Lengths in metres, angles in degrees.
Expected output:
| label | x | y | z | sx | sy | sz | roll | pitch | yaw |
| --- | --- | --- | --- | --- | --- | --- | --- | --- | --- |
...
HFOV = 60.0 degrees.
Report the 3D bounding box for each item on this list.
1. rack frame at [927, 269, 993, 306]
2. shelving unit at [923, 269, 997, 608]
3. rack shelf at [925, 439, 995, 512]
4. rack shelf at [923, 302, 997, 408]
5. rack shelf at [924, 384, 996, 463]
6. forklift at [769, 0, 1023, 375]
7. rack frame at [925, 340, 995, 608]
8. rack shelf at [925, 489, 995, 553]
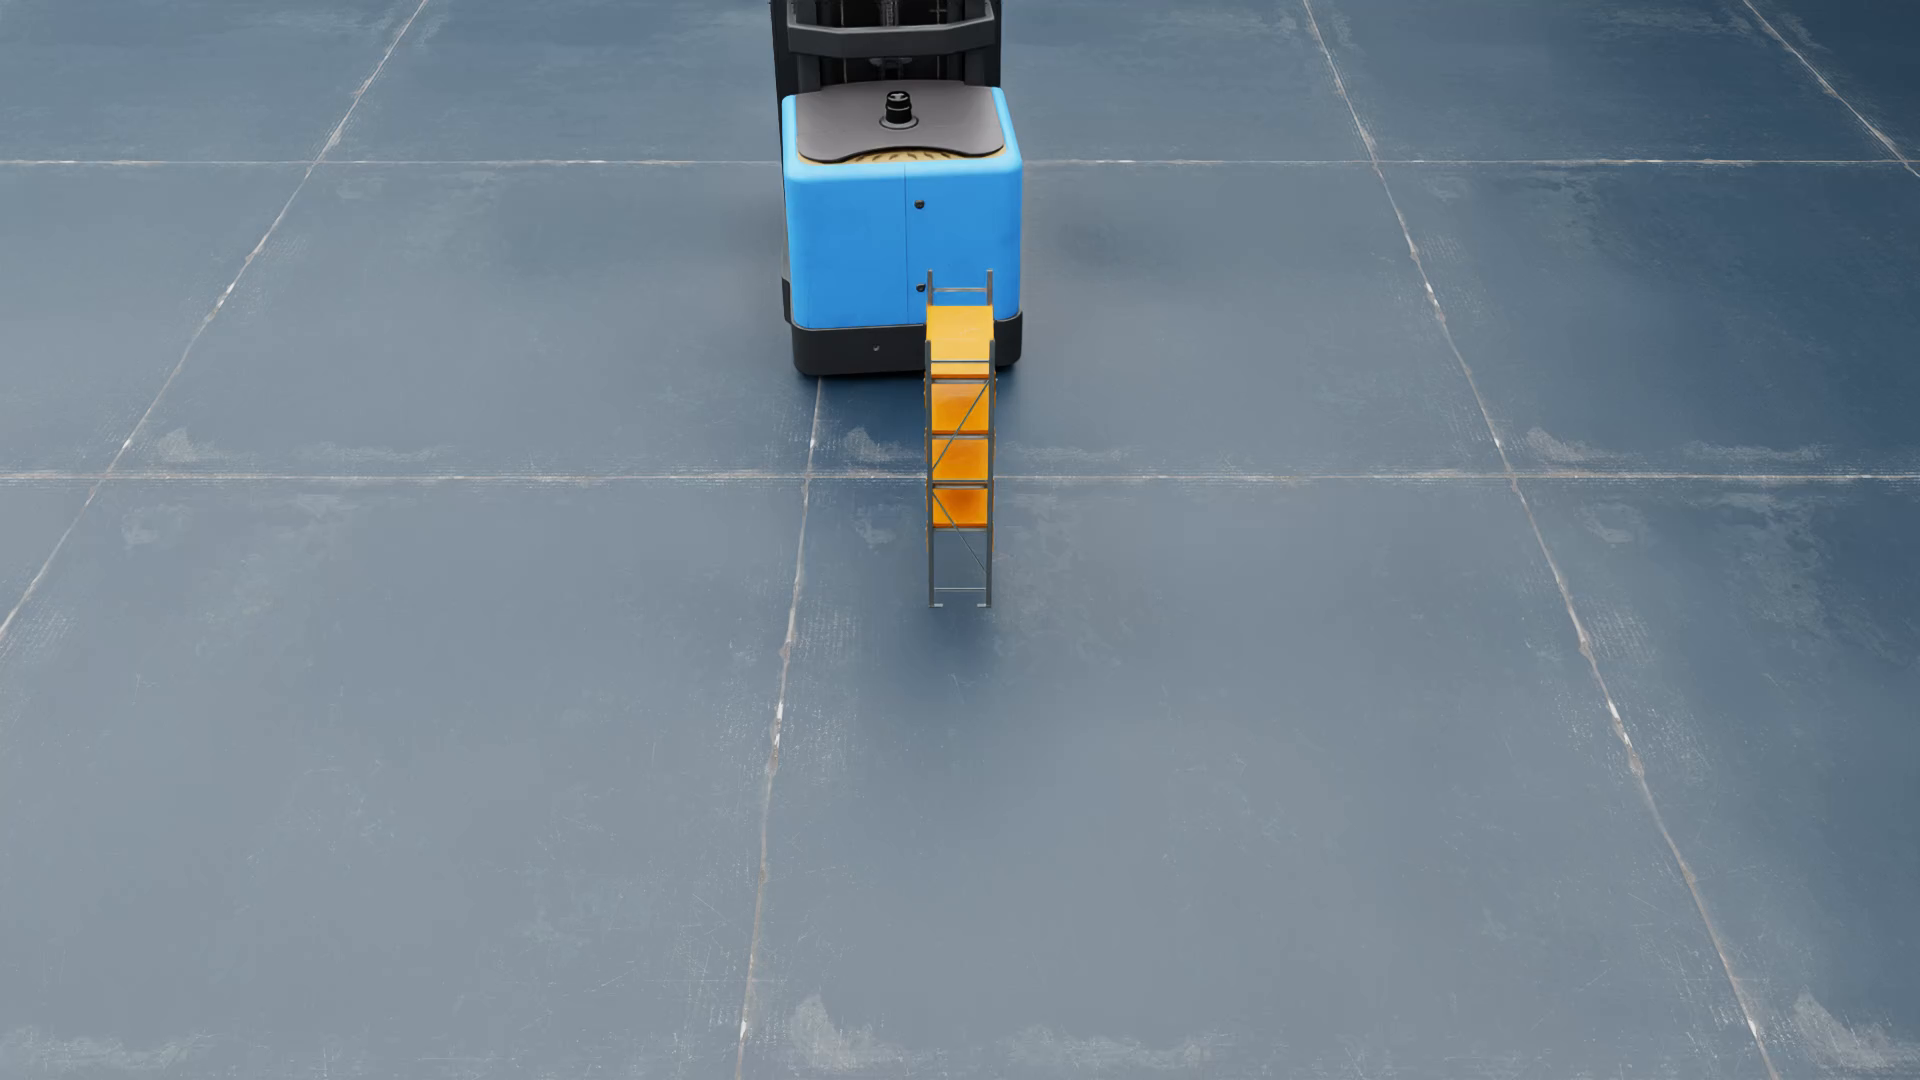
| label | x | y | z | sx | sy | sz | roll | pitch | yaw |
| --- | --- | --- | --- | --- | --- | --- | --- | --- | --- |
| rack frame | 0.000 | -0.517 | 6.436 | 0.240 | 1.200 | 0.015 | 0 | 39 | 0 |
| shelving unit | 0.000 | -0.365 | 6.246 | 0.258 | 1.200 | 0.503 | 0 | 39 | 0 |
| rack shelf | 0.000 | -0.312 | 6.288 | 0.258 | 0.148 | 0.480 | 0 | 39 | 0 |
| rack shelf | 0.000 | -0.671 | 6.000 | 0.258 | 0.148 | 0.480 | 0 | 39 | 0 |
| rack shelf | 0.000 | -0.487 | 6.148 | 0.258 | 0.148 | 0.480 | 0 | 39 | 0 |
| forklift | -0.371 | -2.804 | 7.905 | 1.130 | 2.935 | 3.031 | -3 | 39 | -4 |
| rack frame | 0.000 | -0.212 | 6.055 | 0.240 | 1.200 | 0.015 | 0 | 39 | 0 |
| rack shelf | 0.000 | -0.157 | 6.412 | 0.258 | 0.148 | 0.480 | 0 | 39 | 0 |
